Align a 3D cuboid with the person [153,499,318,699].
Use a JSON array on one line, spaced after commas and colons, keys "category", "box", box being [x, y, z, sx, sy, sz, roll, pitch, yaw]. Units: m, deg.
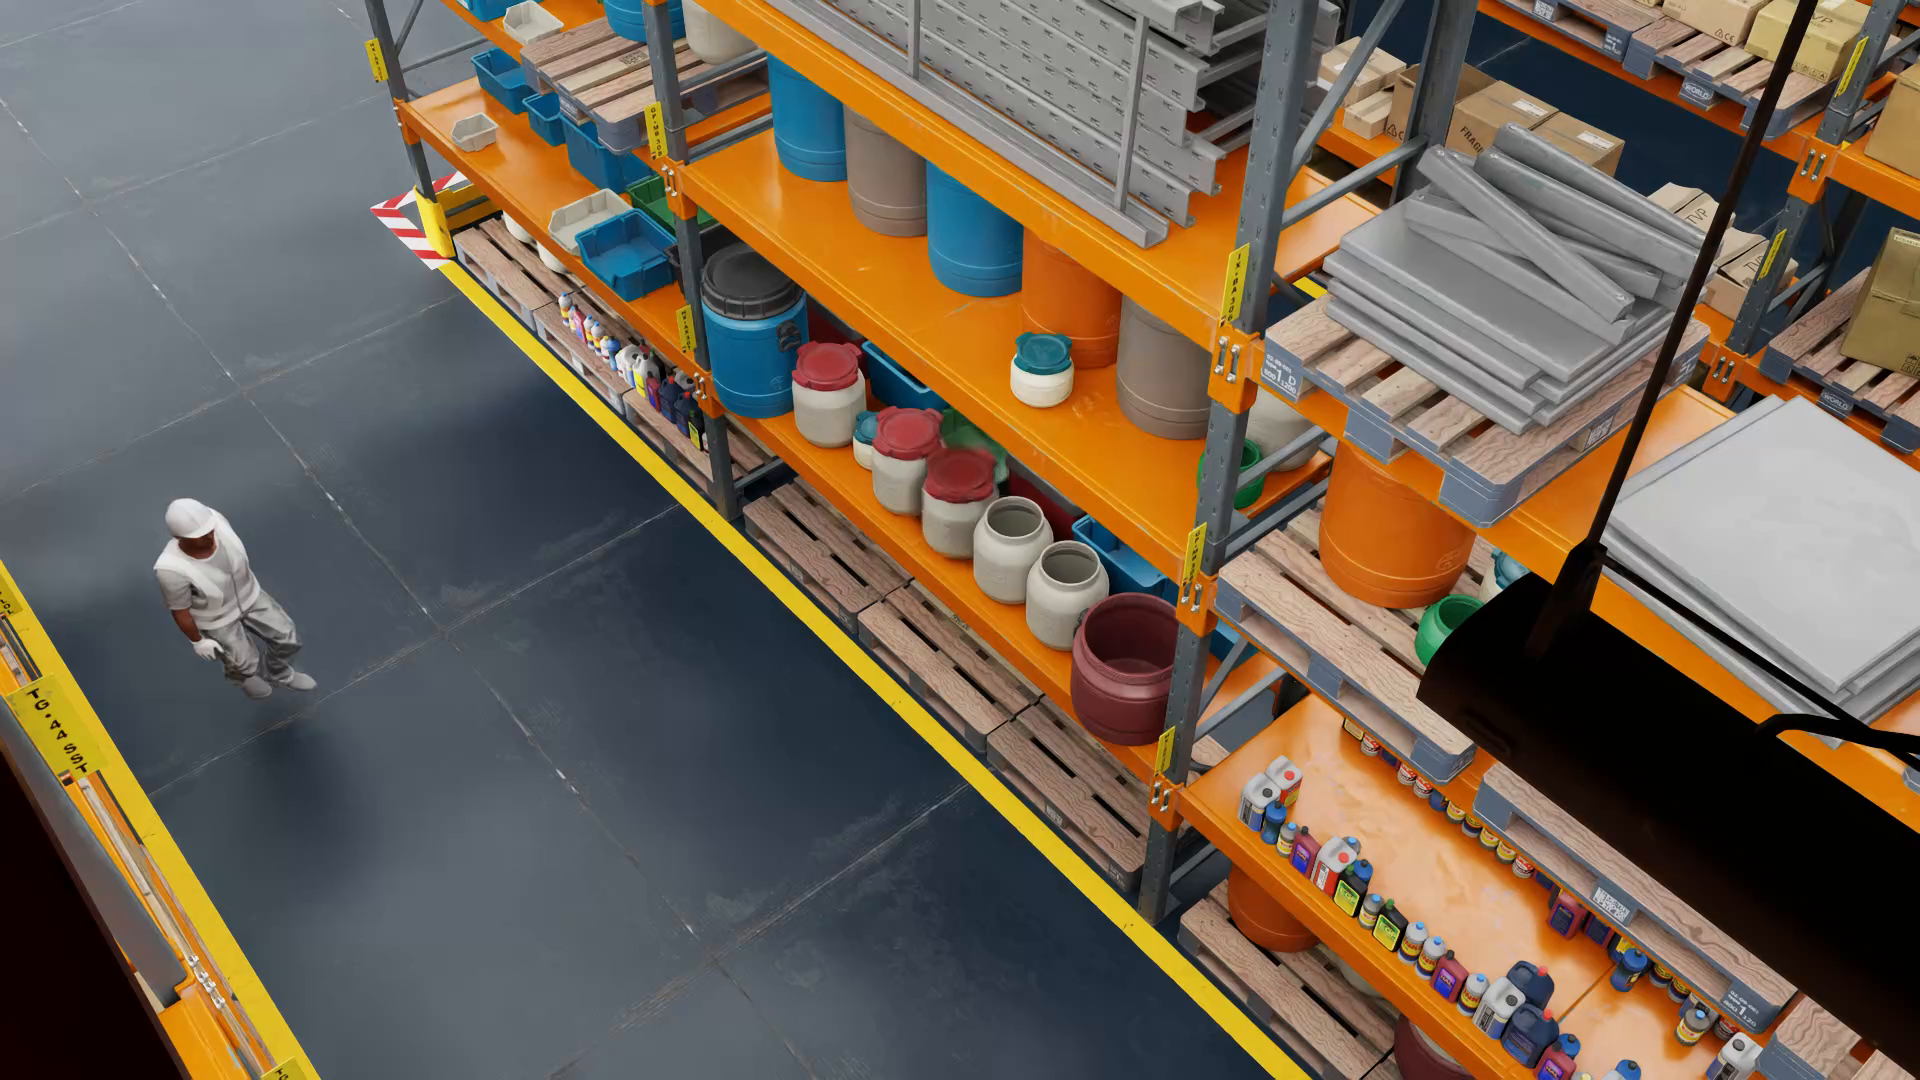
[{"category": "person", "box": [-4.058, 0.373, 9.145, 0.540, 1.754, 0.568, 25, 51, 22]}]
